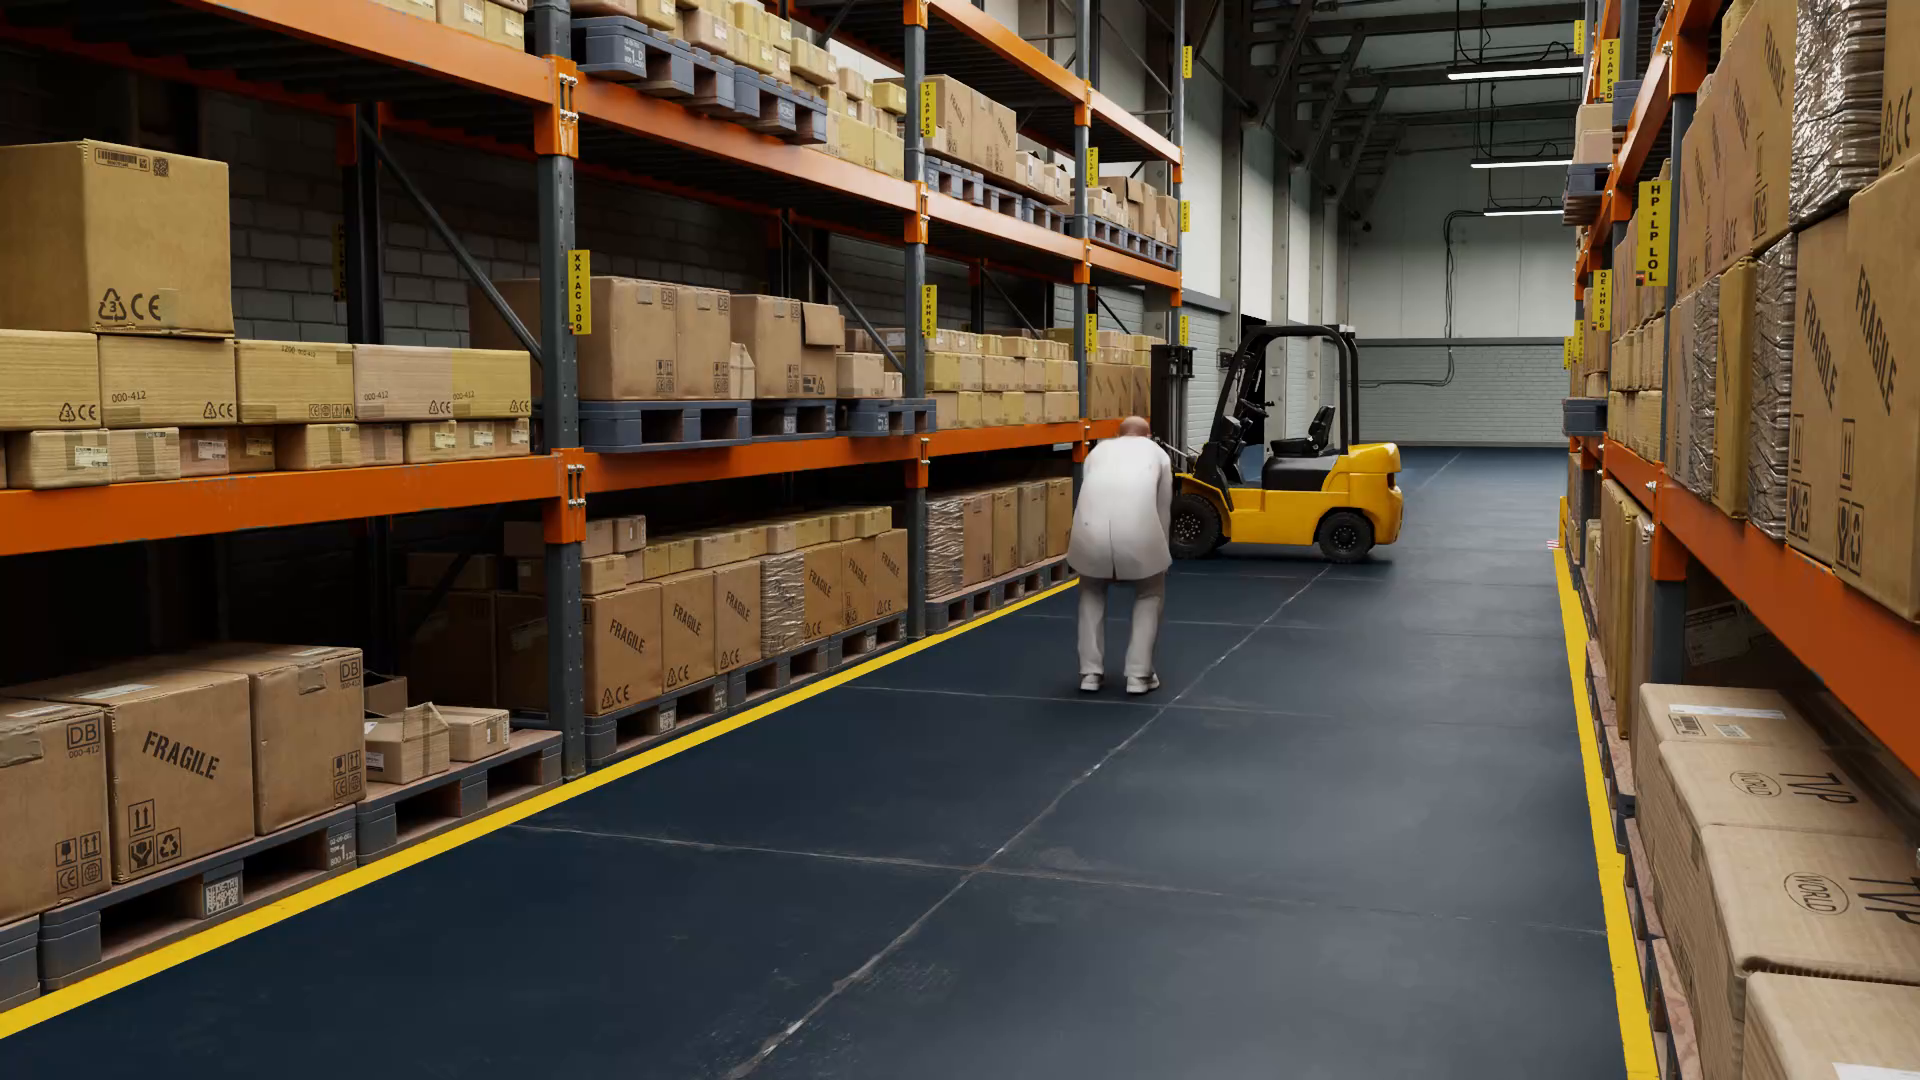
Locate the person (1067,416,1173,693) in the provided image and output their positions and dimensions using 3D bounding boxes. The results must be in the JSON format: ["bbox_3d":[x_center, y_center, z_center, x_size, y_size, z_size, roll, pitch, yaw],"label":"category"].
[{"bbox_3d":[0.880,0.066,8.818,0.560,1.403,0.858,2,5,17],"label":"person"}]
